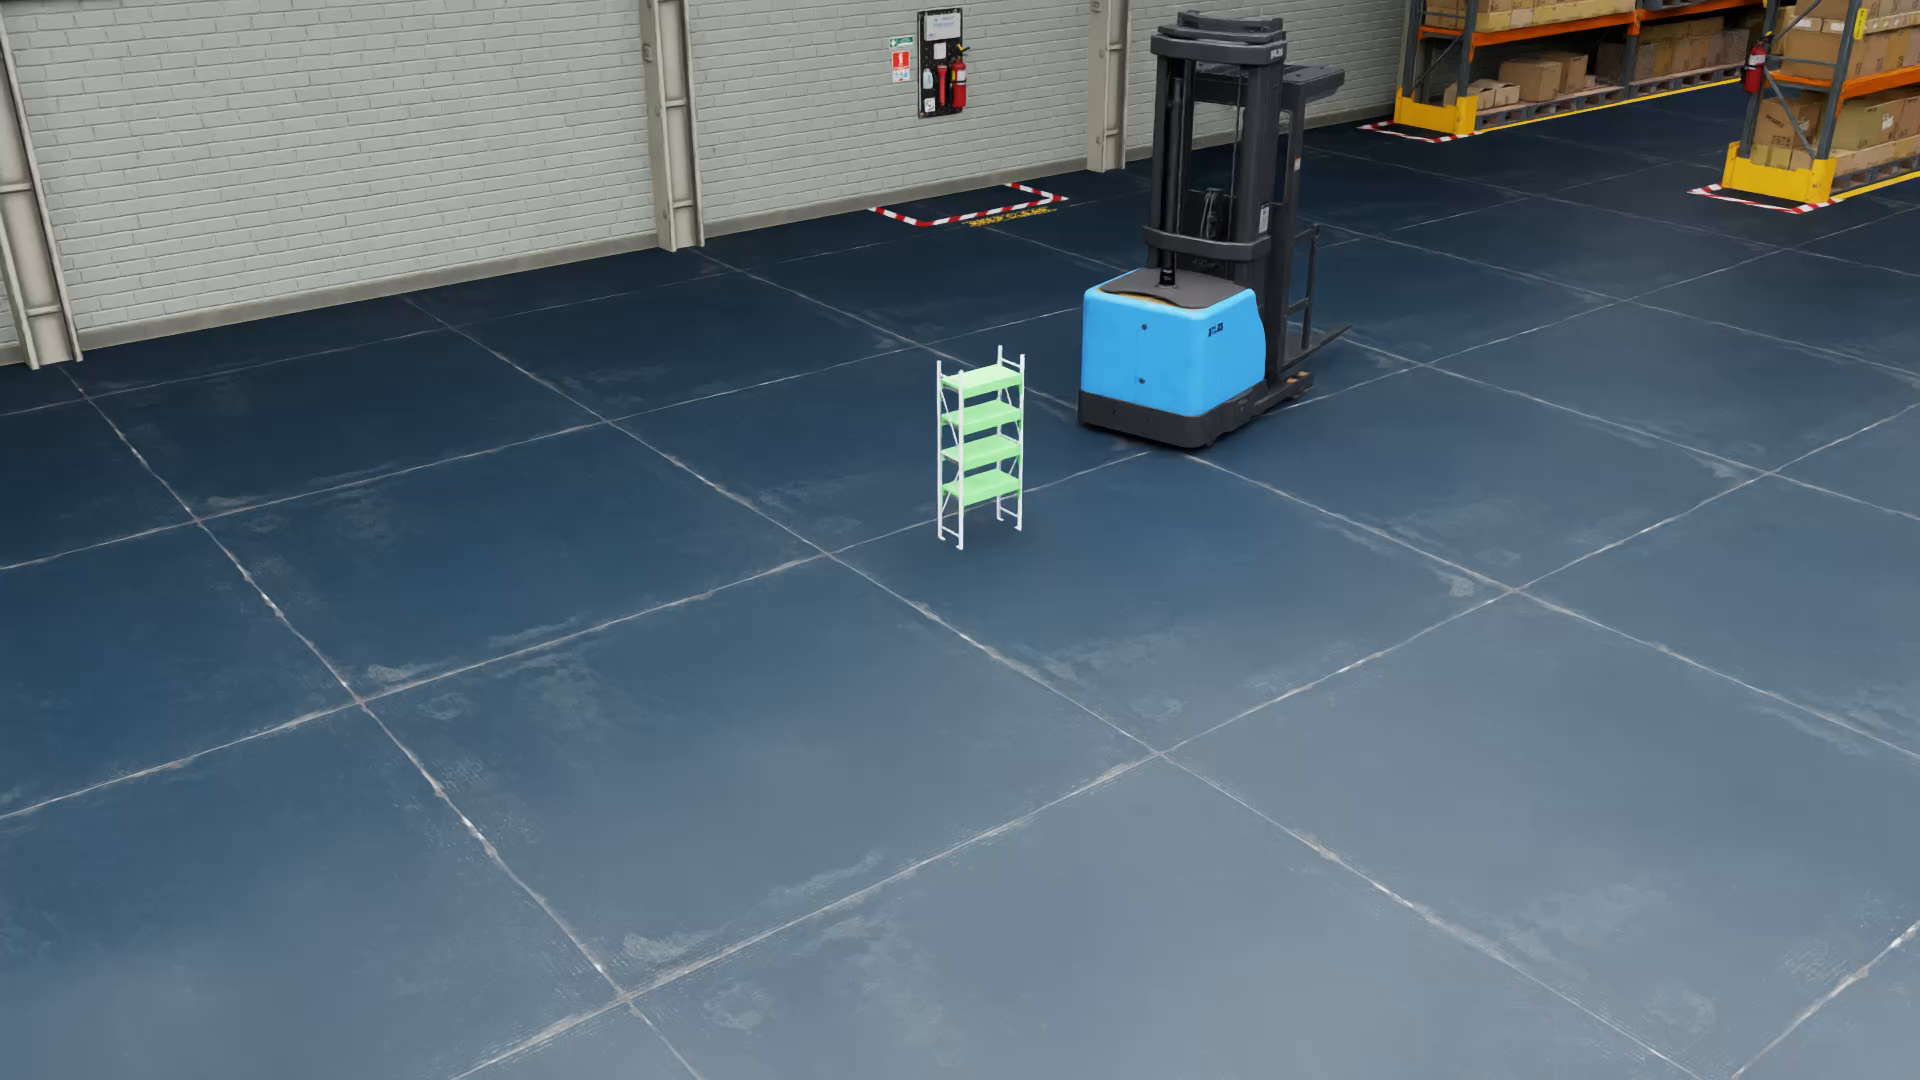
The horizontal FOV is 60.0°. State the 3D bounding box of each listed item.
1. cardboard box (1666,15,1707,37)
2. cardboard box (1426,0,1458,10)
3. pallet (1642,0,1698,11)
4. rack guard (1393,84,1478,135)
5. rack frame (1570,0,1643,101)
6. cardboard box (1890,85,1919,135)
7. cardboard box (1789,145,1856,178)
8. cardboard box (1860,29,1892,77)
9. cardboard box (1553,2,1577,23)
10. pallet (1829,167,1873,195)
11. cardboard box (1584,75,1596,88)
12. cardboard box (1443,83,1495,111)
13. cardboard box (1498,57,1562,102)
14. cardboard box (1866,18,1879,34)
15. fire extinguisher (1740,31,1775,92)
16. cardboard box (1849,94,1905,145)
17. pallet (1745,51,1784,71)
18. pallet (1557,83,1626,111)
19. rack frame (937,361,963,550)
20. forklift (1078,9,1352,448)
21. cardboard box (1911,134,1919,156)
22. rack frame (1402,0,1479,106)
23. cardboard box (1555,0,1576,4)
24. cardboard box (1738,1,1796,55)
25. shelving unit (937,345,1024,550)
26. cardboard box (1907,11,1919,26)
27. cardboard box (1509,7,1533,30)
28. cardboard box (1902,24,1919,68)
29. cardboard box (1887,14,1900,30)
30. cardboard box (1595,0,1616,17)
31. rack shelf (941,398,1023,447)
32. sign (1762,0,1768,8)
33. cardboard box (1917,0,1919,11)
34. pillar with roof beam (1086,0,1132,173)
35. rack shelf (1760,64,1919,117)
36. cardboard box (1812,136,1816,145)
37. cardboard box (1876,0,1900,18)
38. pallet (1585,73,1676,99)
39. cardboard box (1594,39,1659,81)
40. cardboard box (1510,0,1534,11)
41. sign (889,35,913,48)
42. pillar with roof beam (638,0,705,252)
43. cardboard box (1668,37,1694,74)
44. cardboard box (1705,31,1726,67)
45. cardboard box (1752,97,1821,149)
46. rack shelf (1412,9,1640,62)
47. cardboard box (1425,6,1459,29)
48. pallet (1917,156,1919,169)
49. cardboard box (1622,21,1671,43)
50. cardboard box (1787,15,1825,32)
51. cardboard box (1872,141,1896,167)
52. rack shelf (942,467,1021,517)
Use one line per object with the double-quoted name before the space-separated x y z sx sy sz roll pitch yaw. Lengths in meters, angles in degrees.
"cardboard box" 11.386 -8.097 26.189 0.500 0.250 0.500 -18 31 -34
"cardboard box" 6.754 -7.554 22.727 0.500 0.500 0.500 -19 31 -35
"pallet" 10.353 -8.182 25.045 1.213 0.211 1.003 -18 31 -34
"rack guard" 6.574 -5.966 23.011 0.348 0.500 1.175 -18 31 -34
"rack frame" 9.662 -8.119 24.681 0.127 3.000 1.000 -18 31 -34
"cardboard box" 11.700 -5.312 20.510 0.500 0.500 0.500 -18 31 -34
"cardboard box" 10.133 -4.449 19.540 0.500 0.250 0.500 -18 31 -34
"cardboard box" 10.360 -5.740 19.437 0.500 0.500 0.700 -17 30 -33
"cardboard box" 8.298 -7.443 23.379 0.500 0.250 0.500 -18 30 -34
"pallet" 10.150 -4.388 19.953 1.213 0.211 1.003 -18 31 -34
"cardboard box" 9.260 -6.884 24.864 0.380 0.166 0.250 22 33 39
"cardboard box" 7.114 -6.210 23.238 0.500 0.311 0.500 -23 33 -40
"cardboard box" 8.171 -6.618 23.893 0.500 0.500 0.700 -21 32 -37
"cardboard box" 10.222 -5.880 18.966 0.250 0.149 0.380 -19 31 -35
"fire extinguisher" 9.194 -5.528 19.190 0.183 0.674 0.296 -18 31 -34
"cardboard box" 10.911 -5.054 19.952 0.500 0.500 0.500 -18 31 -34
"pallet" 13.477 -8.073 27.894 1.213 0.211 1.003 -18 31 -34
"pallet" 9.155 -6.668 24.867 1.213 0.211 1.003 -18 31 -34
"rack frame" -0.062 -0.524 10.453 0.015 1.200 0.240 -18 31 -34
"forklift" 2.175 -2.553 12.770 1.130 2.935 3.031 17 30 33
"cardboard box" 11.708 -4.968 20.659 0.500 0.250 0.500 -18 31 -34
"rack frame" 6.514 -7.080 22.442 0.127 3.000 1.000 -18 31 -34
"cardboard box" 8.280 -7.781 23.216 0.500 0.500 0.500 -17 30 -32
"cardboard box" 13.469 -8.521 27.602 0.750 0.750 0.750 -19 31 -35
"shelving unit" 0.130 -0.587 10.590 0.503 1.200 0.258 -18 31 -34
"cardboard box" 11.028 -6.145 19.539 0.250 0.149 0.380 -19 31 -35
"cardboard box" 7.494 -7.182 22.817 0.500 0.250 0.500 -19 31 -36
"cardboard box" 11.166 -6.005 20.008 0.500 0.500 0.700 -17 30 -33
"cardboard box" 10.619 -6.009 19.244 0.250 0.149 0.380 -19 31 -35
"cardboard box" 9.079 -7.710 23.954 0.500 0.250 0.500 -18 30 -34
"rack shelf" 0.130 -0.747 10.516 0.480 0.148 0.258 -18 31 -34
"sign" 9.250 -6.256 19.010 0.005 0.325 0.100 -18 31 -34
"cardboard box" 11.192 -6.604 19.757 0.500 0.500 0.700 -18 31 -34
"pillar with roof beam" 4.466 -7.285 15.757 0.400 9.000 9.100 -18 31 -34
"rack shelf" 11.148 -5.633 20.179 4.000 0.370 1.077 -18 31 -34
"cardboard box" 10.200 -4.754 20.198 0.500 0.250 0.500 -18 31 -34
"cardboard box" 10.402 -6.343 19.194 0.500 0.500 0.700 -19 31 -35
"pallet" 10.274 -7.057 25.705 1.213 0.211 1.003 -18 31 -34
"cardboard box" 10.231 -7.381 25.538 0.500 0.500 0.700 -17 30 -32
"cardboard box" 7.471 -7.511 22.634 0.500 0.500 0.500 -18 30 -34
"sign" -0.648 -5.506 18.378 0.331 0.109 0.001 -18 31 -34
"pillar with roof beam" -0.255 -5.726 12.399 0.400 9.000 9.100 -18 31 -34
"cardboard box" 11.033 -7.651 26.120 0.500 0.500 0.700 -18 30 -33
"cardboard box" 11.798 -7.924 26.708 0.500 0.500 0.700 -18 31 -34
"cardboard box" 9.812 -4.961 19.753 0.500 0.500 0.500 -18 31 -34
"rack shelf" 8.088 -7.273 23.713 4.000 0.370 1.077 -18 31 -34
"cardboard box" 6.763 -7.207 22.869 0.500 0.250 0.500 -18 30 -33
"pallet" 12.070 -5.021 21.319 1.213 0.211 1.003 -18 31 -34
"cardboard box" 10.576 -7.837 25.629 0.500 0.250 0.500 -19 31 -35
"cardboard box" 9.757 -5.942 19.100 0.250 0.149 0.380 -19 31 -35
"cardboard box" 10.918 -4.710 20.102 0.500 0.250 0.500 -18 31 -34
"rack shelf" 0.130 -0.312 10.718 0.480 0.148 0.258 -18 31 -34
